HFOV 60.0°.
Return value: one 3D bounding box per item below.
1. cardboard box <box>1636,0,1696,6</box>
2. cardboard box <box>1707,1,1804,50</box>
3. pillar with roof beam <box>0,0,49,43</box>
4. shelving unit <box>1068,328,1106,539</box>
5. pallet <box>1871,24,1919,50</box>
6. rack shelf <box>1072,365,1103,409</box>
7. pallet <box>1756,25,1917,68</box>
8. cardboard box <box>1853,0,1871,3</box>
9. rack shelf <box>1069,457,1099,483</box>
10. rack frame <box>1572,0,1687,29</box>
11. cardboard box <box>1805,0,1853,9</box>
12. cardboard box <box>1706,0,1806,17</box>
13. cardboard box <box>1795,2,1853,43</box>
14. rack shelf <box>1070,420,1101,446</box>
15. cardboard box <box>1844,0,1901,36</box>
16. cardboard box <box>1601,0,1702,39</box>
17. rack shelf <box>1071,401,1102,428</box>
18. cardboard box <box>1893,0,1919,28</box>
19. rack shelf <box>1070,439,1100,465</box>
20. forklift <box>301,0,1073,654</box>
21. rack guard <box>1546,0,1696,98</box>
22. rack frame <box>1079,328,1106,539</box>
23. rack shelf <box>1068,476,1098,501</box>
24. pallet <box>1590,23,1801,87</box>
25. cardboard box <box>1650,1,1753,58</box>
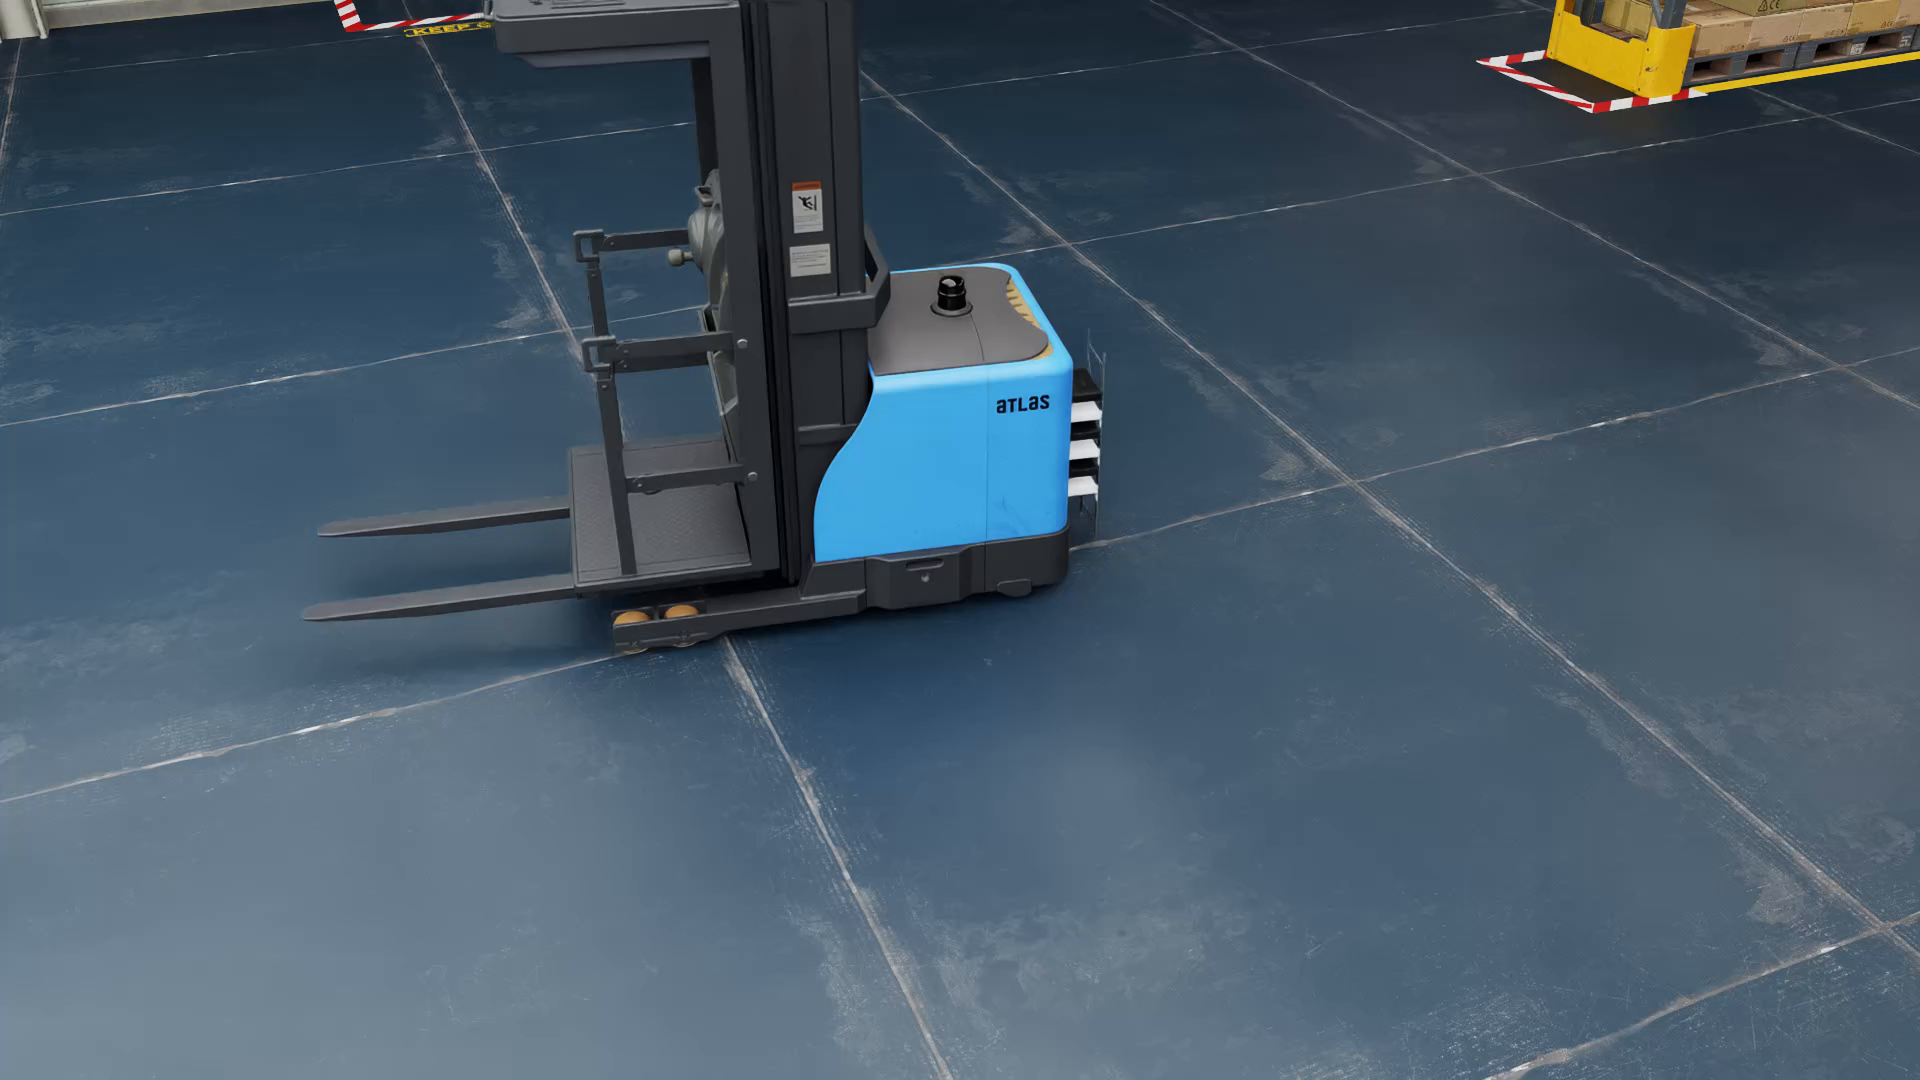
[{"bbox_3d":[5.392,-4.440,12.771,0.500,0.500,0.500,-13,35,-19],"label":"cardboard box"},{"bbox_3d":[6.053,-3.971,12.739,0.500,0.250,0.500,-13,35,-19],"label":"cardboard box"},{"bbox_3d":[-5.996,-5.728,7.802,0.400,9.000,9.100,-13,35,-19],"label":"pillar with roof beam"},{"bbox_3d":[0.465,-0.433,7.090,0.210,0.900,0.258,-7,34,-11],"label":"shelving unit"},{"bbox_3d":[7.951,-4.368,13.769,1.213,0.211,1.003,-13,35,-19],"label":"pallet"},{"bbox_3d":[0.465,-0.631,6.961,0.200,0.077,0.258,-7,34,-11],"label":"rack shelf"},{"bbox_3d":[6.824,-4.108,13.370,1.213,0.211,1.003,-13,35,-19],"label":"pallet"},{"bbox_3d":[6.977,-4.493,12.854,0.500,0.500,0.500,-13,35,-19],"label":"cardboard box"},{"bbox_3d":[0.465,-0.330,7.158,0.200,0.077,0.258,-7,34,-11],"label":"rack shelf"},{"bbox_3d":[5.012,-4.839,11.937,0.127,3.000,1.000,-13,35,-19],"label":"rack frame"},{"bbox_3d":[6.509,-4.397,12.705,0.500,0.500,0.500,-13,35,-19],"label":"cardboard box"},{"bbox_3d":[6.053,-4.285,12.533,0.500,0.500,0.500,-13,35,-19],"label":"cardboard box"},{"bbox_3d":[6.514,-4.077,12.901,0.500,0.250,0.500,-13,35,-19],"label":"cardboard box"},{"bbox_3d":[0.465,-0.481,7.060,0.200,0.077,0.258,-7,34,-11],"label":"rack shelf"},{"bbox_3d":[6.977,-4.180,13.060,0.500,0.250,0.500,-13,35,-19],"label":"cardboard box"},{"bbox_3d":[5.392,-4.124,12.974,0.500,0.250,0.500,-13,35,-19],"label":"cardboard box"},{"bbox_3d":[0.465,-0.556,7.011,0.200,0.077,0.258,-7,34,-11],"label":"rack shelf"},{"bbox_3d":[7.437,-4.286,13.222,0.500,0.250,0.500,-13,35,-19],"label":"cardboard box"},{"bbox_3d":[0.465,-0.405,7.109,0.200,0.077,0.258,-7,34,-11],"label":"rack shelf"},{"bbox_3d":[-1.122,-1.097,6.249,3.031,2.935,1.130,-7,34,-11],"label":"forklift"},{"bbox_3d":[4.990,-3.786,12.611,0.348,0.500,1.175,-13,35,-19],"label":"rack guard"},{"bbox_3d":[0.564,-0.445,7.109,0.006,0.900,0.240,-7,34,-11],"label":"rack frame"},{"bbox_3d":[0.465,-0.254,7.207,0.200,0.077,0.258,-7,34,-11],"label":"rack shelf"},{"bbox_3d":[5.701,-3.853,12.978,1.213,0.211,1.003,-13,35,-19],"label":"pallet"},{"bbox_3d":[5.593,-3.864,12.574,0.500,0.250,0.500,-13,35,-19],"label":"cardboard box"}]
